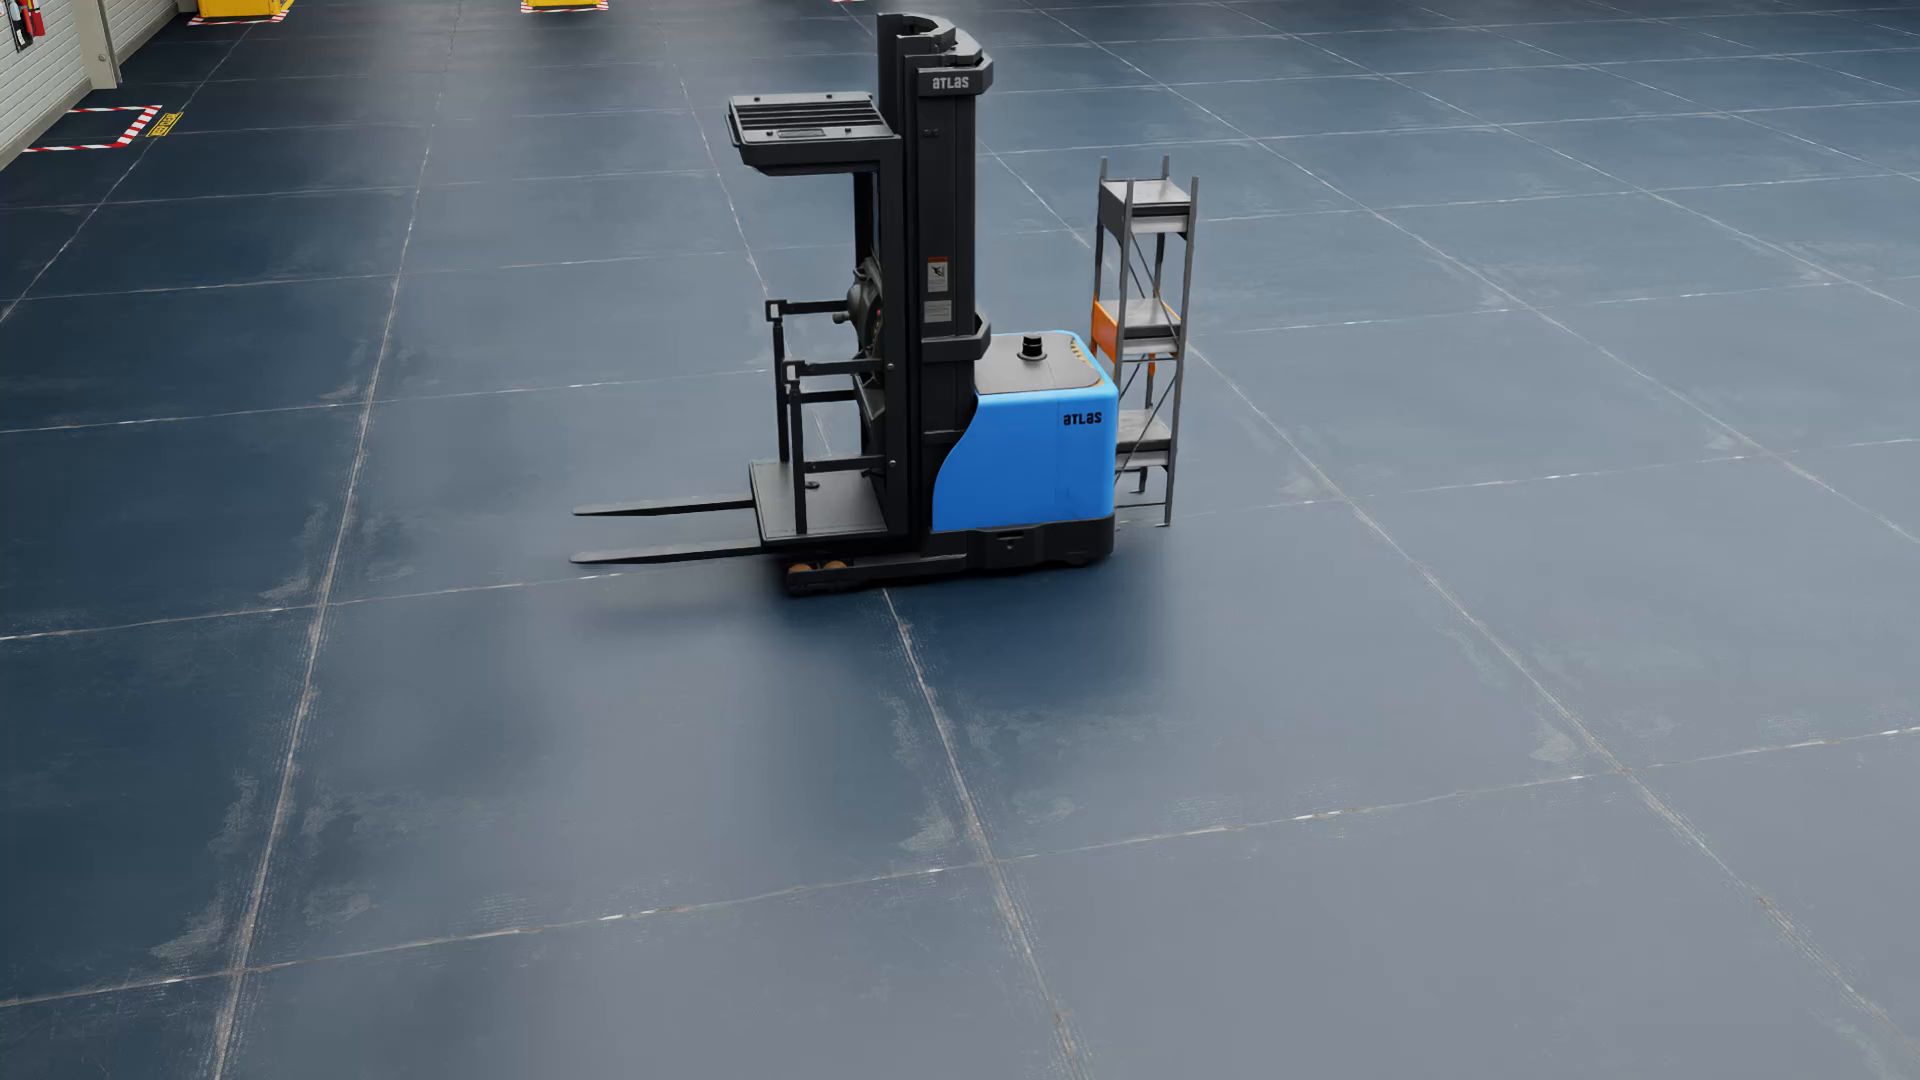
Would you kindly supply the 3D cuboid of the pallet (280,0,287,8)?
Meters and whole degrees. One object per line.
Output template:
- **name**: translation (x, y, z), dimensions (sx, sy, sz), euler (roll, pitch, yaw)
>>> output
- **pallet**: translation (-11.433, -8.711, 26.774), dimensions (1.003, 0.211, 1.213), euler (-6, 27, -12)

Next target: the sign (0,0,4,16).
- **sign**: translation (-10.372, -5.821, 17.915), dimensions (0.001, 0.329, 0.234), euler (-6, 27, -12)

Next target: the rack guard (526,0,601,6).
- **rack guard**: translation (-6.436, -8.940, 26.908), dimensions (1.175, 0.500, 0.348), euler (-6, 27, -12)

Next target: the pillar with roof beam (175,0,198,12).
- **pillar with roof beam**: translation (-8.073, -12.897, 25.315), dimensions (9.100, 9.000, 0.400), euler (-6, 27, -12)

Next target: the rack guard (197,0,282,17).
- **rack guard**: translation (-11.284, -8.479, 25.995), dimensions (1.175, 0.500, 0.348), euler (-6, 27, -12)

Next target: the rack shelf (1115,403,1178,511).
- **rack shelf**: translation (1.010, -0.480, 9.945), dimensions (0.431, 0.518, 0.480), euler (-5, 27, -11)

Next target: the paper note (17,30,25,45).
- **paper note**: translation (-10.423, -5.581, 18.455), dimensions (0.016, 0.148, 0.142), euler (-6, 27, -12)

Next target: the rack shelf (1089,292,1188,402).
- **rack shelf**: translation (1.023, -1.106, 9.632), dimensions (0.431, 0.518, 0.480), euler (-5, 27, -11)

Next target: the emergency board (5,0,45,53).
- **emergency board**: translation (-10.396, -6.059, 18.425), dimensions (0.194, 1.169, 0.643), euler (-6, 27, -12)

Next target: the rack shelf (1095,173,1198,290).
- **rack shelf**: translation (1.035, -1.732, 9.319), dimensions (0.431, 0.518, 0.480), euler (-5, 27, -11)

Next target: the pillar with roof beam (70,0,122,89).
- **pillar with roof beam**: translation (-6.721, -10.263, 20.096), dimensions (9.100, 9.000, 0.400), euler (-6, 27, -12)

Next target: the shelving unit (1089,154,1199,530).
- **shelving unit**: translation (1.023, -1.118, 9.626), dimensions (0.431, 2.100, 0.503), euler (-5, 27, -11)

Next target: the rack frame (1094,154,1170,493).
- **rack frame**: translation (0.972, -1.226, 9.839), dimensions (0.400, 2.100, 0.015), euler (-5, 27, -11)

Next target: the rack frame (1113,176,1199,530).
- **rack frame**: translation (1.075, -1.011, 9.413), dimensions (0.400, 2.100, 0.015), euler (-5, 27, -11)

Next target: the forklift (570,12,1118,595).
- **forklift**: translation (-0.691, -1.264, 9.002), dimensions (3.031, 2.935, 1.130), euler (-5, 27, -10)
